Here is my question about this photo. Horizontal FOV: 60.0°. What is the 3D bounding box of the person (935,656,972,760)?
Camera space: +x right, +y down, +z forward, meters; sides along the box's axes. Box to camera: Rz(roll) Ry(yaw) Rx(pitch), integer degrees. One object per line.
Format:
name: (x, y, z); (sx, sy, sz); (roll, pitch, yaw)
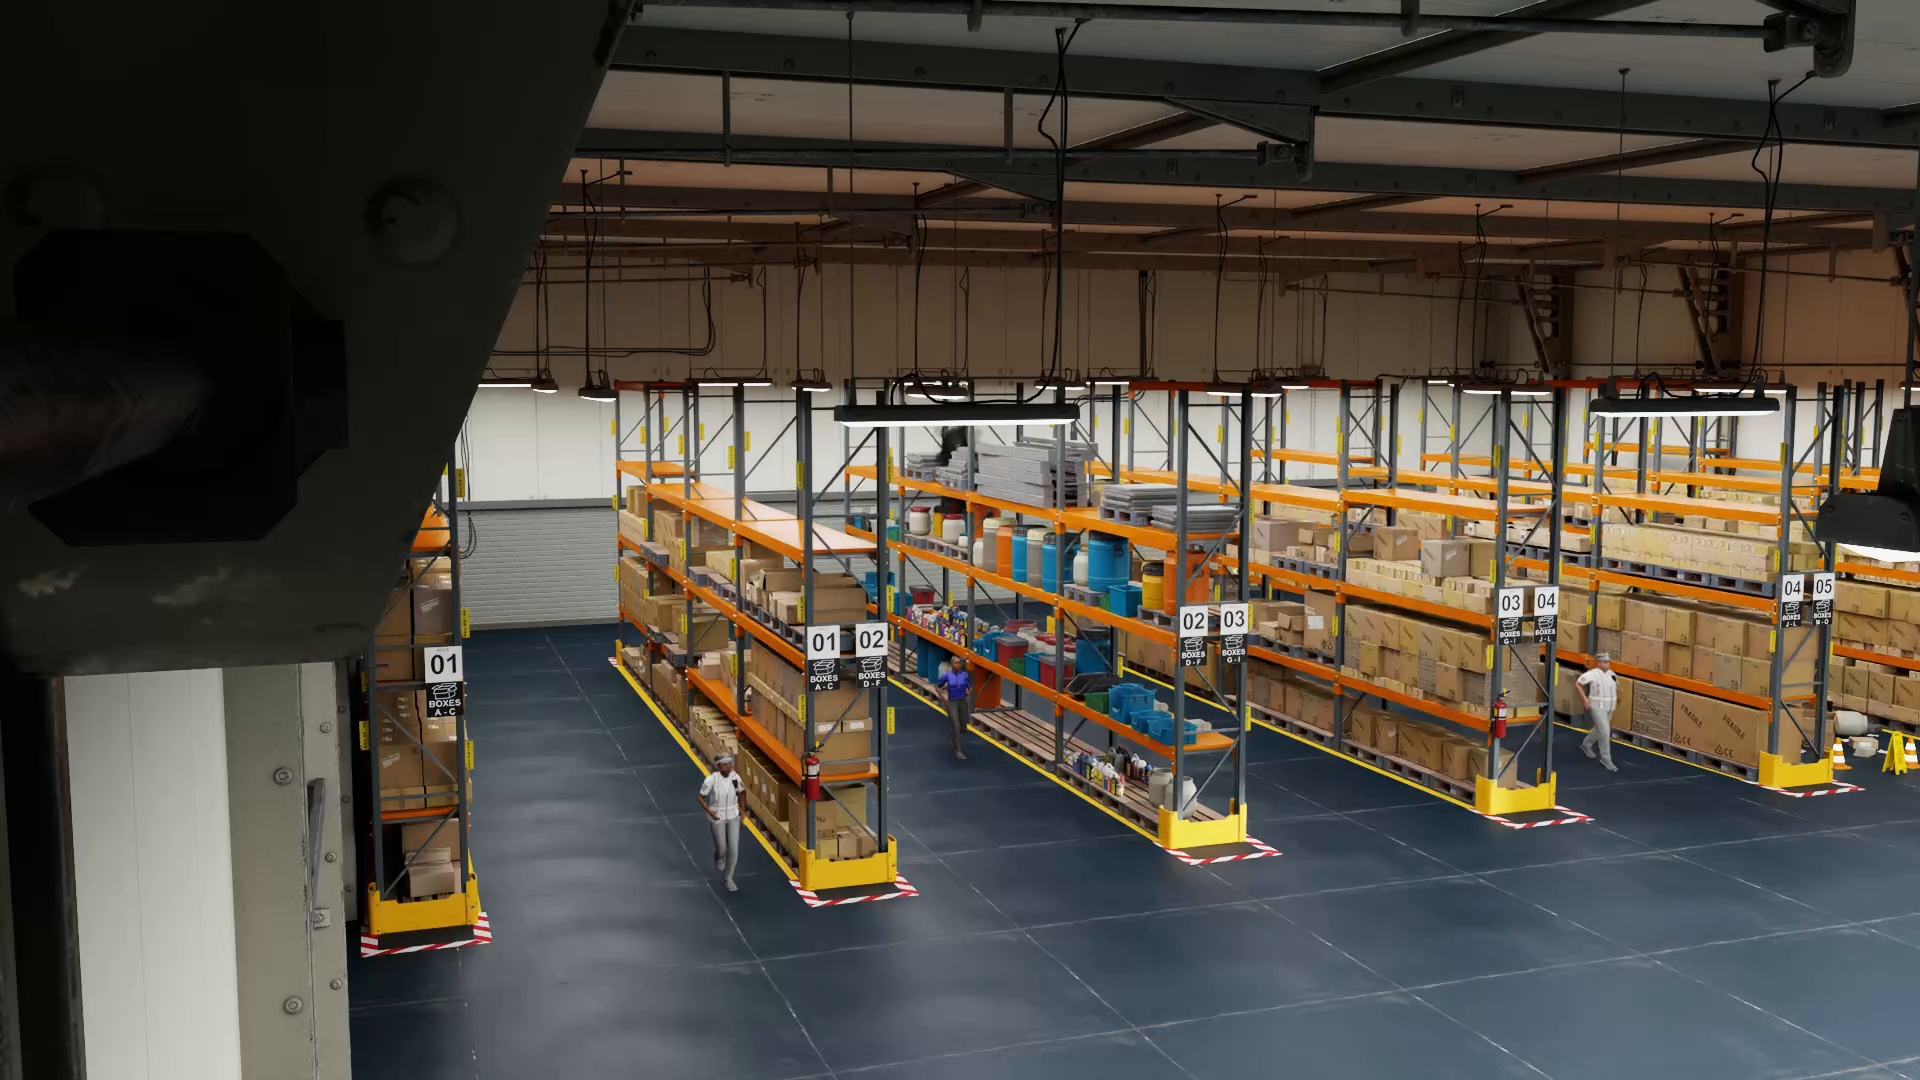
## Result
person: (-0.077, 2.679, 26.885); (0.588, 1.622, 0.834); (-2, 6, -22)

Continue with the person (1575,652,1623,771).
person: (10.126, 2.665, 26.268); (0.649, 1.823, 0.885); (-3, 7, -27)

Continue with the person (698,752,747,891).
person: (-2.876, 3.383, 20.235); (0.614, 1.677, 0.609); (-2, 6, -21)

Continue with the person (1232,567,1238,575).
person: (6.852, 1.117, 41.414); (0.642, 1.680, 0.764); (1, 6, 12)
